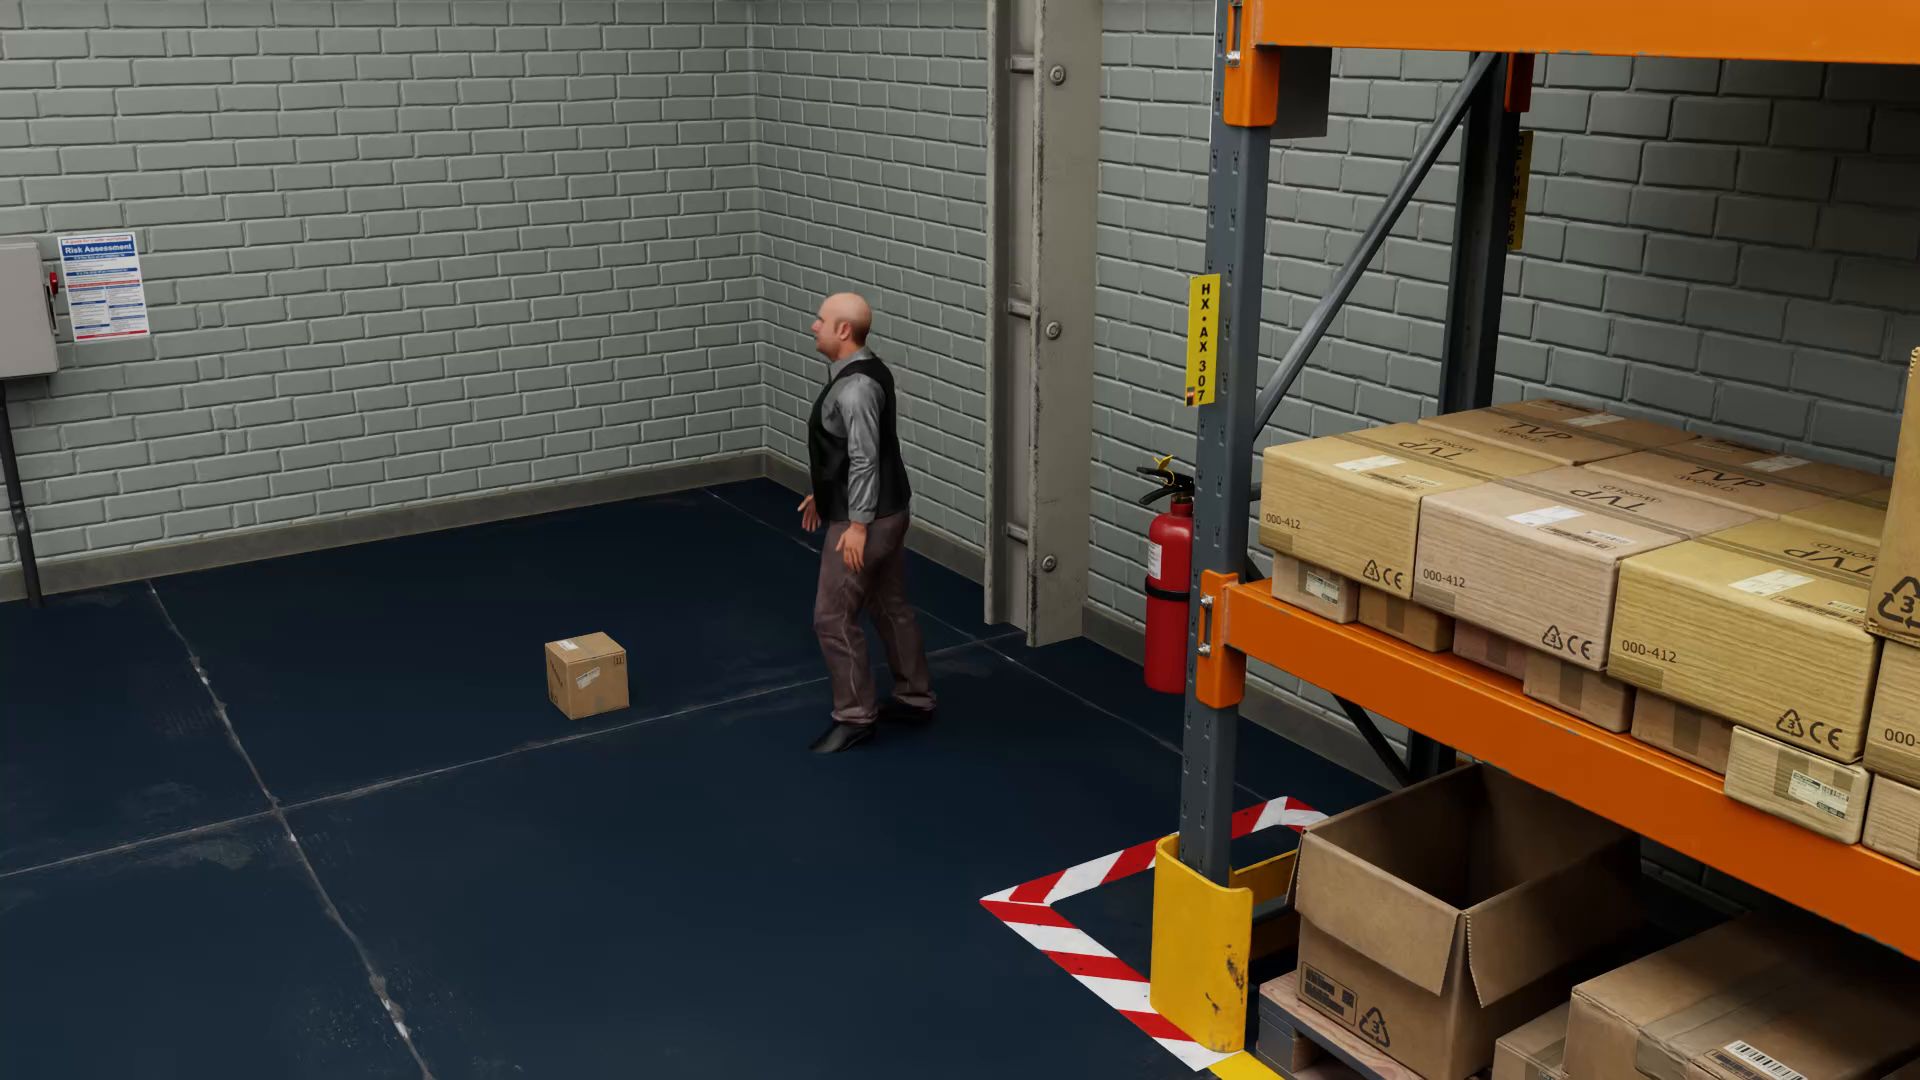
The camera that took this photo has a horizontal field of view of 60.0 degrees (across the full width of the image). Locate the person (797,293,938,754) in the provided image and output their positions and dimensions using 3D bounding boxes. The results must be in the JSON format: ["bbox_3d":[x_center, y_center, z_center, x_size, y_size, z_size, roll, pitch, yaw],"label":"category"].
[{"bbox_3d":[-0.373,-0.062,6.358,0.568,1.762,0.571,2,18,5],"label":"person"}]
